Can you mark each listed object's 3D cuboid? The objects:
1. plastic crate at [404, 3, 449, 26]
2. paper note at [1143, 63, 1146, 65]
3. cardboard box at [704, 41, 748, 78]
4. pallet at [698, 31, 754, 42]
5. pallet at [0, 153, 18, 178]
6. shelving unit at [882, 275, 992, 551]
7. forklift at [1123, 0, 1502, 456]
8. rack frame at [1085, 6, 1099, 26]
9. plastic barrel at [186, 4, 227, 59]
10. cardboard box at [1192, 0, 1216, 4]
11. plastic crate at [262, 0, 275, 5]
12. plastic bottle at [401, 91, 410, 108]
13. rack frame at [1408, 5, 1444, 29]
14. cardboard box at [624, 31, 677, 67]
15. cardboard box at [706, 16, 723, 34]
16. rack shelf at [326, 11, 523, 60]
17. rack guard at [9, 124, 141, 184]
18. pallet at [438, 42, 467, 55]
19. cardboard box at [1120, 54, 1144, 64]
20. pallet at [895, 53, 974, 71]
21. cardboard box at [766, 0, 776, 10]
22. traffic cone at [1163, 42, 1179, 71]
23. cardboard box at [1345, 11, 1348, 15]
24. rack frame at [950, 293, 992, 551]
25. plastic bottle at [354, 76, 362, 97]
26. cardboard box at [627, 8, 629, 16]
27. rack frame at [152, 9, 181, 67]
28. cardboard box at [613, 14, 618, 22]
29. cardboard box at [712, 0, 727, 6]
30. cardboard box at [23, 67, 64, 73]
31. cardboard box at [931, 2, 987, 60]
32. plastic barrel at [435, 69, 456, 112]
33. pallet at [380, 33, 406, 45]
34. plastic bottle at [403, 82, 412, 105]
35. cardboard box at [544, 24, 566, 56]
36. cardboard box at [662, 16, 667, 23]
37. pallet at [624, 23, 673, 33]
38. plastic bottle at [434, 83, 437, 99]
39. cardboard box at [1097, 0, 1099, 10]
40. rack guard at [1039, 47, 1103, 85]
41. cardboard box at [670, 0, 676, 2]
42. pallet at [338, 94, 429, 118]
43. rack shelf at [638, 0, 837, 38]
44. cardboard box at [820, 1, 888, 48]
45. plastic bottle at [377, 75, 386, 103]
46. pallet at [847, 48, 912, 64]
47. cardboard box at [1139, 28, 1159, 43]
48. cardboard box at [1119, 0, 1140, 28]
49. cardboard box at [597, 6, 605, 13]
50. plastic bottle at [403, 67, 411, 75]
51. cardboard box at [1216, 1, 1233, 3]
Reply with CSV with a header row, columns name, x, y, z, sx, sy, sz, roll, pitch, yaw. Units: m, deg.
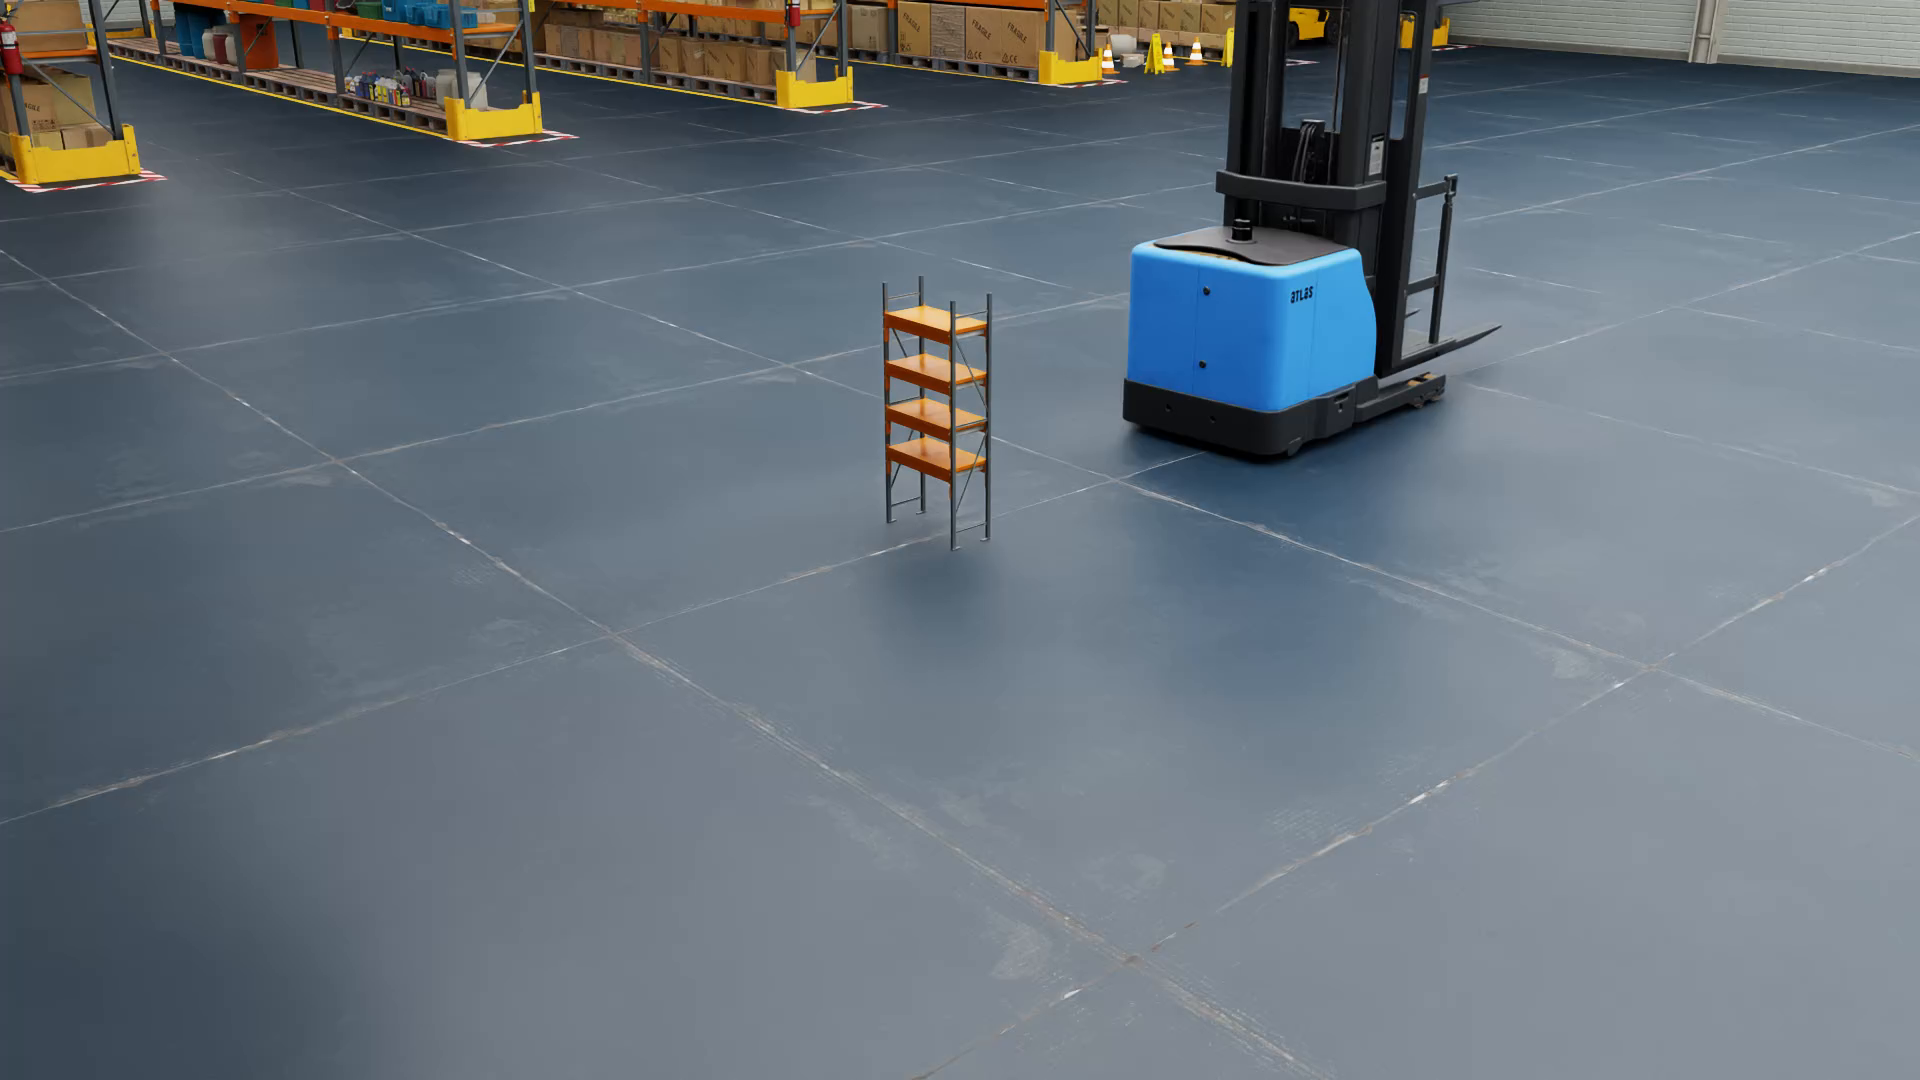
name,x,y,z,sx,sy,sz,roll,pitch,yaw
plastic crate,-6.771,-6.699,21.179,0.499,0.251,0.408,-17,27,-37
paper note,3.337,-8.463,29.551,0.142,0.019,0.148,12,24,27
cardboard box,-3.582,-7.407,25.634,0.500,0.500,0.500,19,29,40
pallet,-4.745,-10.317,34.036,1.003,0.211,1.213,-17,27,-37
pallet,-10.084,-4.245,18.533,1.003,0.211,1.213,-17,27,-37
shelving unit,-0.108,-0.604,7.882,0.258,1.200,0.503,-17,27,-37
forklift,2.315,-2.271,9.764,1.130,2.935,3.031,19,28,40
rack frame,2.851,-11.164,32.374,1.000,3.000,0.127,-17,27,-37
plastic barrel,-12.827,-8.704,28.396,0.600,0.901,0.708,-17,27,-37
cardboard box,4.451,-9.870,30.347,0.380,0.149,0.250,-16,27,-36
plastic crate,-10.197,-8.241,24.824,0.402,0.464,0.583,-17,27,-37
plastic bottle,-7.329,-5.825,21.978,0.097,0.201,0.097,0,21,0
rack frame,9.220,-11.241,32.572,1.000,3.000,0.127,-17,27,-37
cardboard box,-5.041,-8.020,27.172,0.500,0.500,0.700,20,29,41
cardboard box,-4.765,-10.500,33.532,0.500,0.500,0.500,-19,28,-40
rack shelf,-7.104,-6.738,22.061,1.077,0.370,4.000,-17,27,-37
rack guard,-9.537,-4.172,17.950,1.175,0.500,0.348,-17,27,-37
pallet,-9.318,-9.521,32.004,1.003,0.211,1.213,-17,27,-37
cardboard box,3.076,-8.612,29.769,0.380,0.149,0.250,-4,22,-10
pallet,-0.396,-8.430,29.219,1.003,0.211,1.213,-17,27,-37
cardboard box,-2.551,-7.681,23.827,0.380,0.149,0.250,-17,27,-37
traffic cone,3.585,-8.331,28.620,0.336,0.463,0.334,-17,27,-37
cardboard box,7.993,-10.728,33.771,0.500,0.250,0.500,-18,28,-39
rack frame,0.051,-0.537,7.710,0.240,1.200,0.015,-17,27,-37
plastic bottle,-8.301,-6.287,23.054,0.152,0.276,0.135,-16,27,-36
cardboard box,-6.965,-11.420,35.953,0.380,0.149,0.250,-17,27,-37
rack frame,-13.631,-9.836,28.983,1.000,3.000,0.127,-17,27,-37
cardboard box,-7.364,-11.437,36.405,0.380,0.149,0.250,-17,27,-36
cardboard box,-3.447,-8.002,24.645,0.380,0.149,0.250,-17,27,-37
cardboard box,-10.712,-5.223,19.372,0.500,0.500,0.500,-17,27,-37
cardboard box,0.115,-8.725,28.485,0.875,0.875,0.875,-17,27,-37
plastic barrel,-6.613,-5.860,21.667,0.421,0.512,0.421,0,21,0
pallet,-11.116,-10.282,33.947,1.003,0.211,1.213,-17,27,-37
plastic bottle,-7.392,-5.965,22.222,0.061,0.283,0.133,-17,27,-37
cardboard box,-6.815,-8.770,29.087,0.700,0.500,0.500,-19,28,-40
cardboard box,-6.223,-11.286,36.020,0.380,0.149,0.250,-16,27,-36
pallet,-6.521,-11.046,35.898,1.003,0.211,1.213,-17,27,-37
plastic bottle,-7.167,-6.208,22.860,0.097,0.271,0.097,0,21,0
cardboard box,3.559,-12.549,38.762,0.500,0.500,0.500,-16,27,-36
rack guard,1.793,-7.682,26.911,1.175,0.500,0.348,-17,27,-37
cardboard box,-4.237,-8.355,25.548,0.380,0.149,0.250,-17,27,-37
pallet,-8.002,-6.132,23.350,1.003,0.211,1.213,-17,27,-37
rack shelf,-3.351,-7.917,25.071,1.077,0.370,4.000,-17,27,-37
cardboard box,-1.933,-9.523,30.694,1.050,0.750,0.750,-17,27,-37
plastic bottle,-7.796,-6.106,22.489,0.144,0.351,0.185,-18,27,-38
pallet,-1.394,-8.854,30.301,1.003,0.211,1.213,-17,27,-37
cardboard box,3.737,-9.561,31.476,0.500,0.250,0.500,-18,28,-38
cardboard box,3.390,-10.056,31.711,0.500,0.500,0.500,-16,27,-35
cardboard box,-7.826,-11.791,36.899,0.380,0.149,0.250,-19,28,-40
plastic bottle,-7.770,-6.488,23.464,0.144,0.351,0.185,-18,28,-39
cardboard box,4.784,-9.762,30.960,0.500,0.500,0.500,-19,28,-39
